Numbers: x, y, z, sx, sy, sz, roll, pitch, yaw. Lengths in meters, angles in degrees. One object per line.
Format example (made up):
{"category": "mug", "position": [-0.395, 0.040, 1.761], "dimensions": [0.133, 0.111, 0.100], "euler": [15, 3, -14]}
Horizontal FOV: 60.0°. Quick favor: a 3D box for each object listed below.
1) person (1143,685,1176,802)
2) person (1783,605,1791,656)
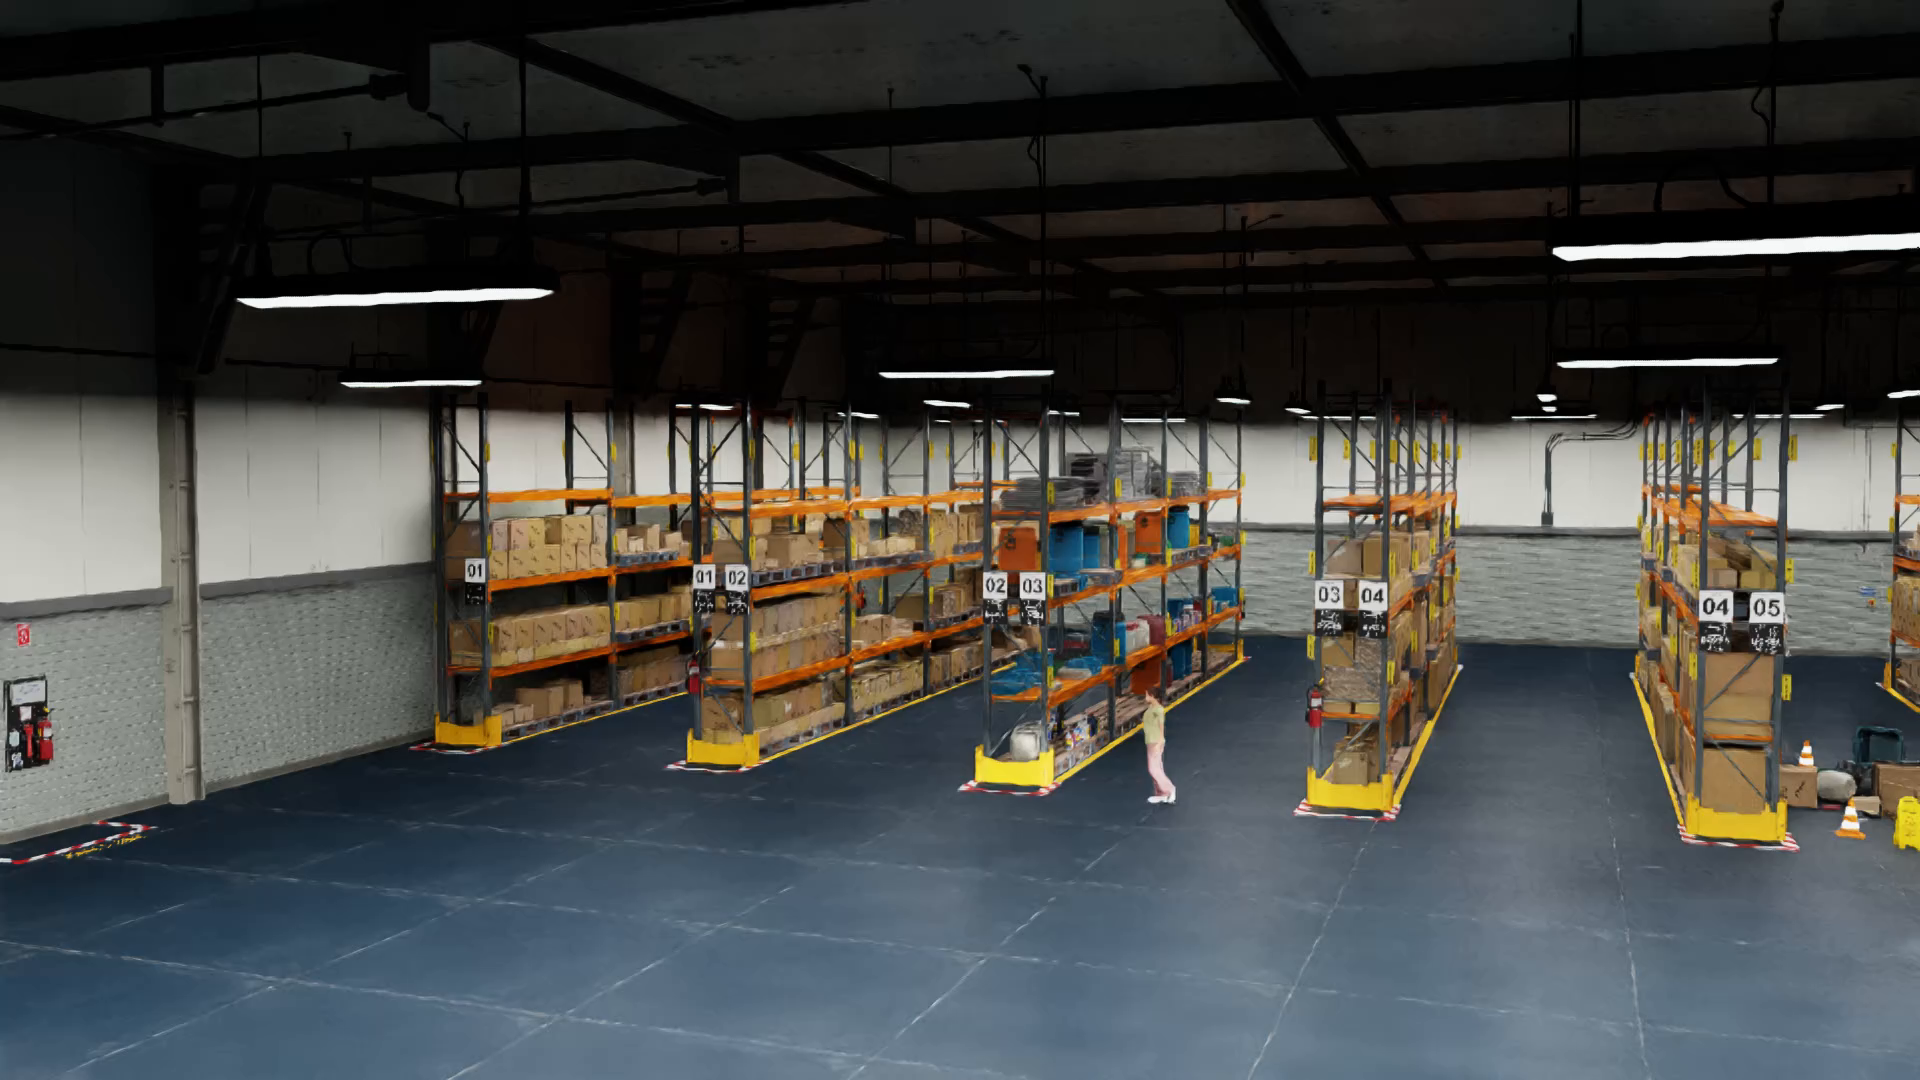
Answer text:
{"category": "person", "position": [2.831, 2.900, 23.598], "dimensions": [0.446, 1.668, 0.617], "euler": [-1, 3, -12]}
{"category": "person", "position": [19.689, 2.083, 39.938], "dimensions": [0.477, 1.590, 0.475], "euler": [-2, 4, -30]}
